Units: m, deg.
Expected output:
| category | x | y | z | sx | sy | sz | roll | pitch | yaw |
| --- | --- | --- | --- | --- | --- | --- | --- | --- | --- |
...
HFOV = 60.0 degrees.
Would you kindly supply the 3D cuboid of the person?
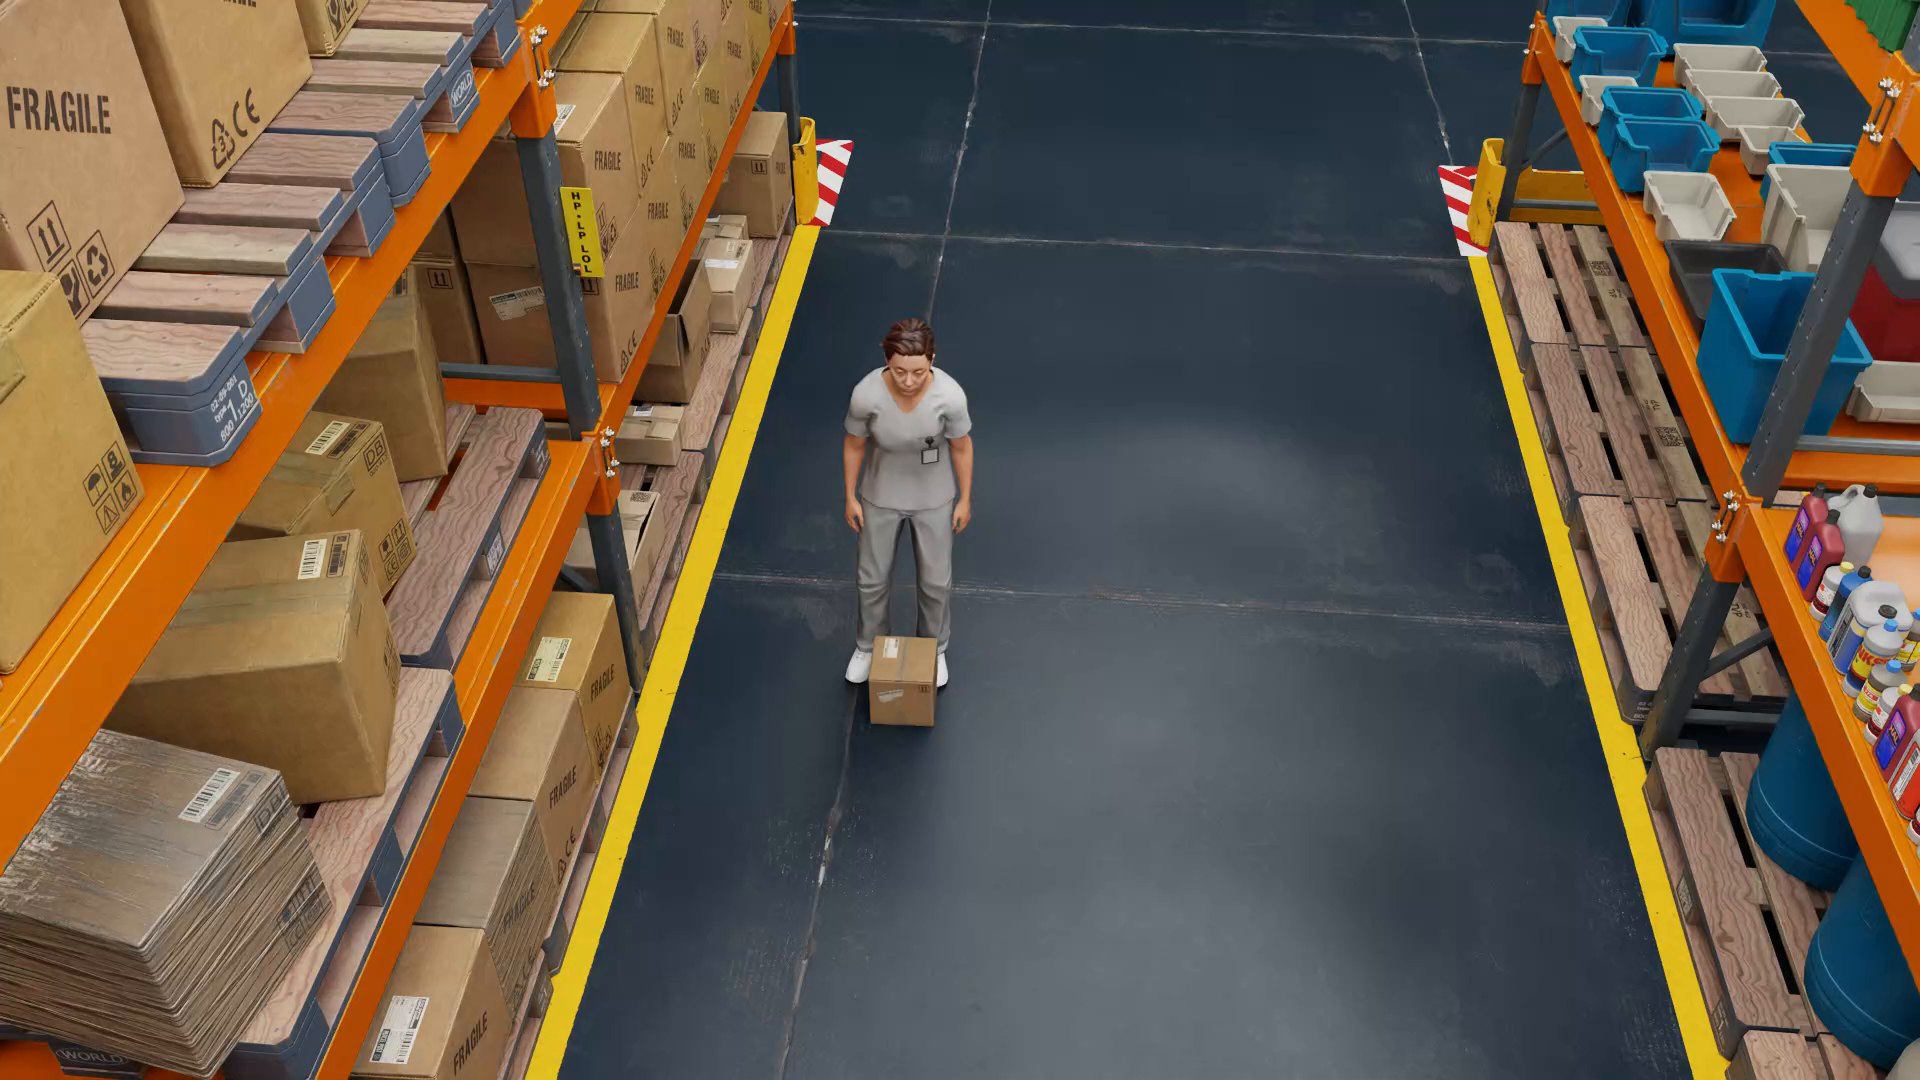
| category | x | y | z | sx | sy | sz | roll | pitch | yaw |
| --- | --- | --- | --- | --- | --- | --- | --- | --- | --- |
| person | -0.207 | -0.143 | 6.328 | 0.512 | 1.671 | 0.367 | 1 | 40 | 1 |
